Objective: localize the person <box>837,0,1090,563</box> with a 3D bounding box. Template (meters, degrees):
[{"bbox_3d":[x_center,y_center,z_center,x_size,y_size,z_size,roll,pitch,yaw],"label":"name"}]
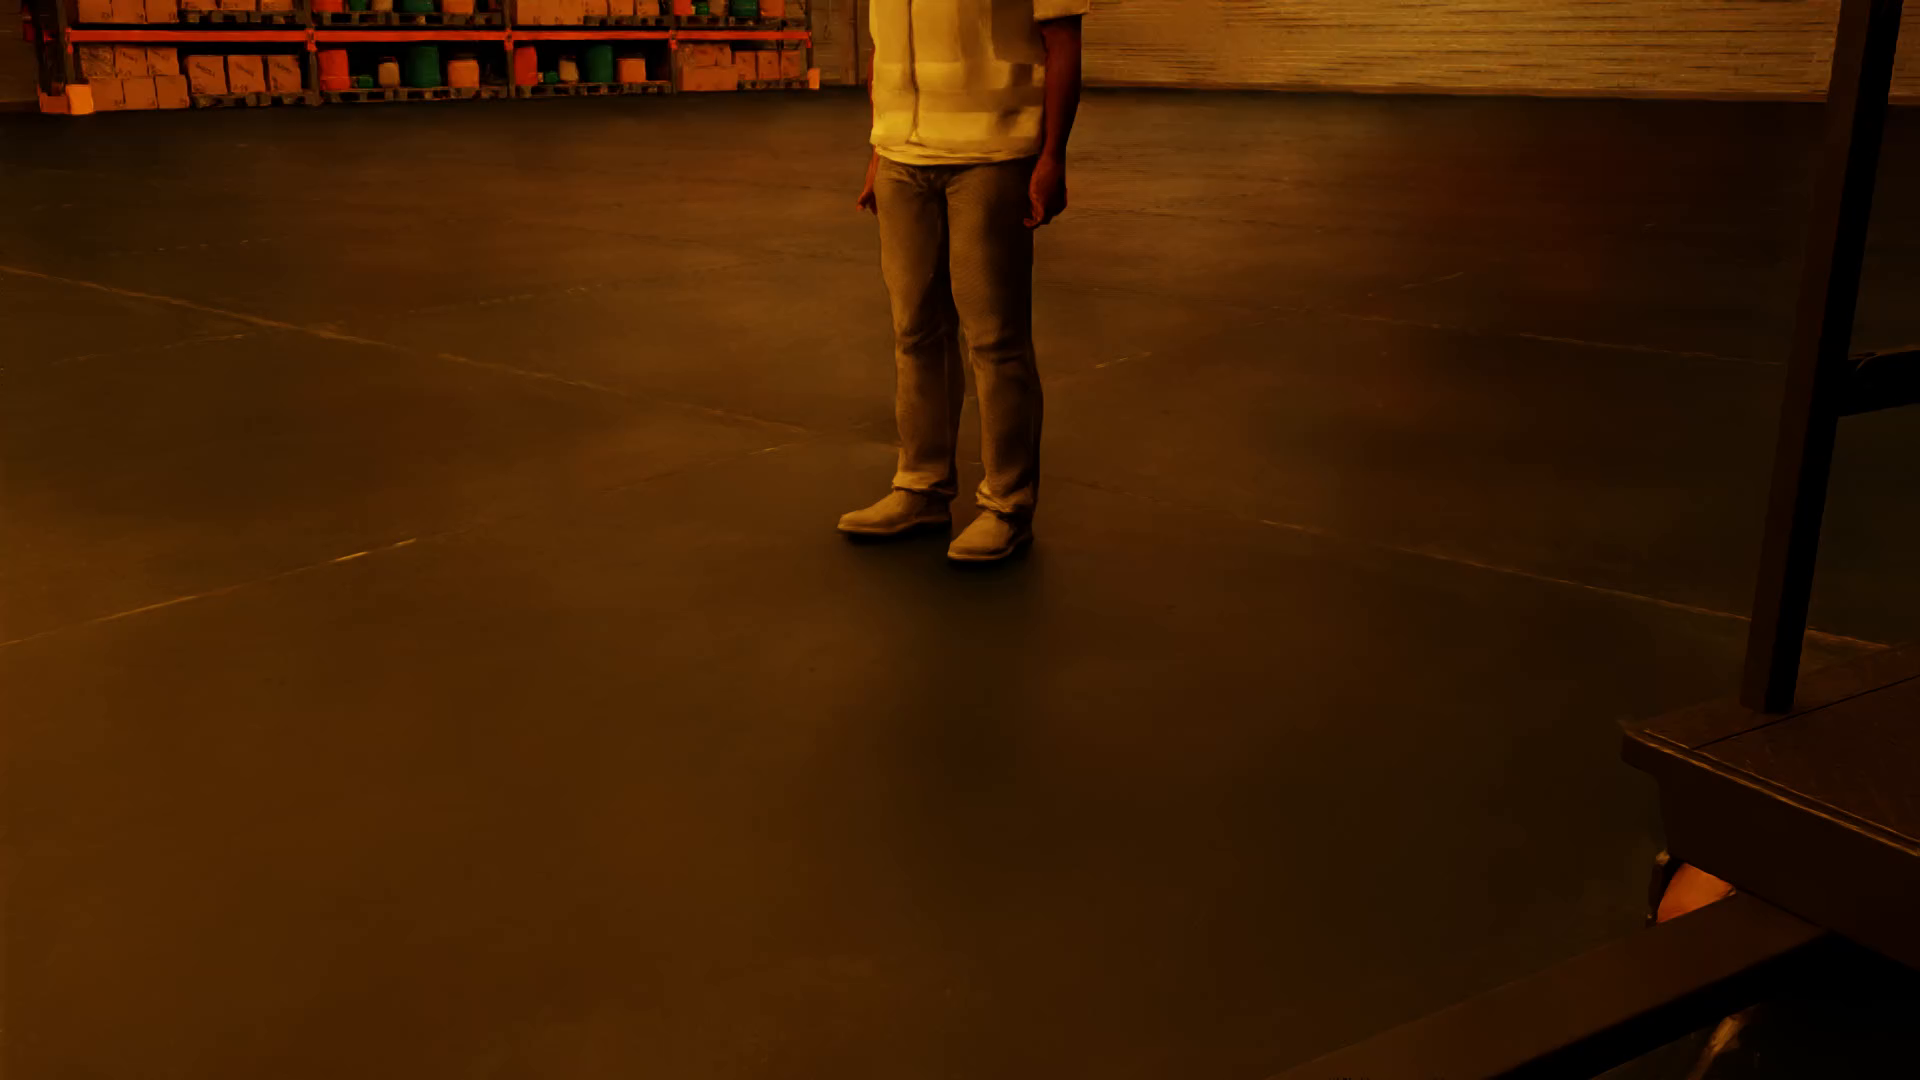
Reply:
[{"bbox_3d":[-0.007,-0.843,3.675,0.559,1.771,0.367,13,21,37],"label":"person"}]
